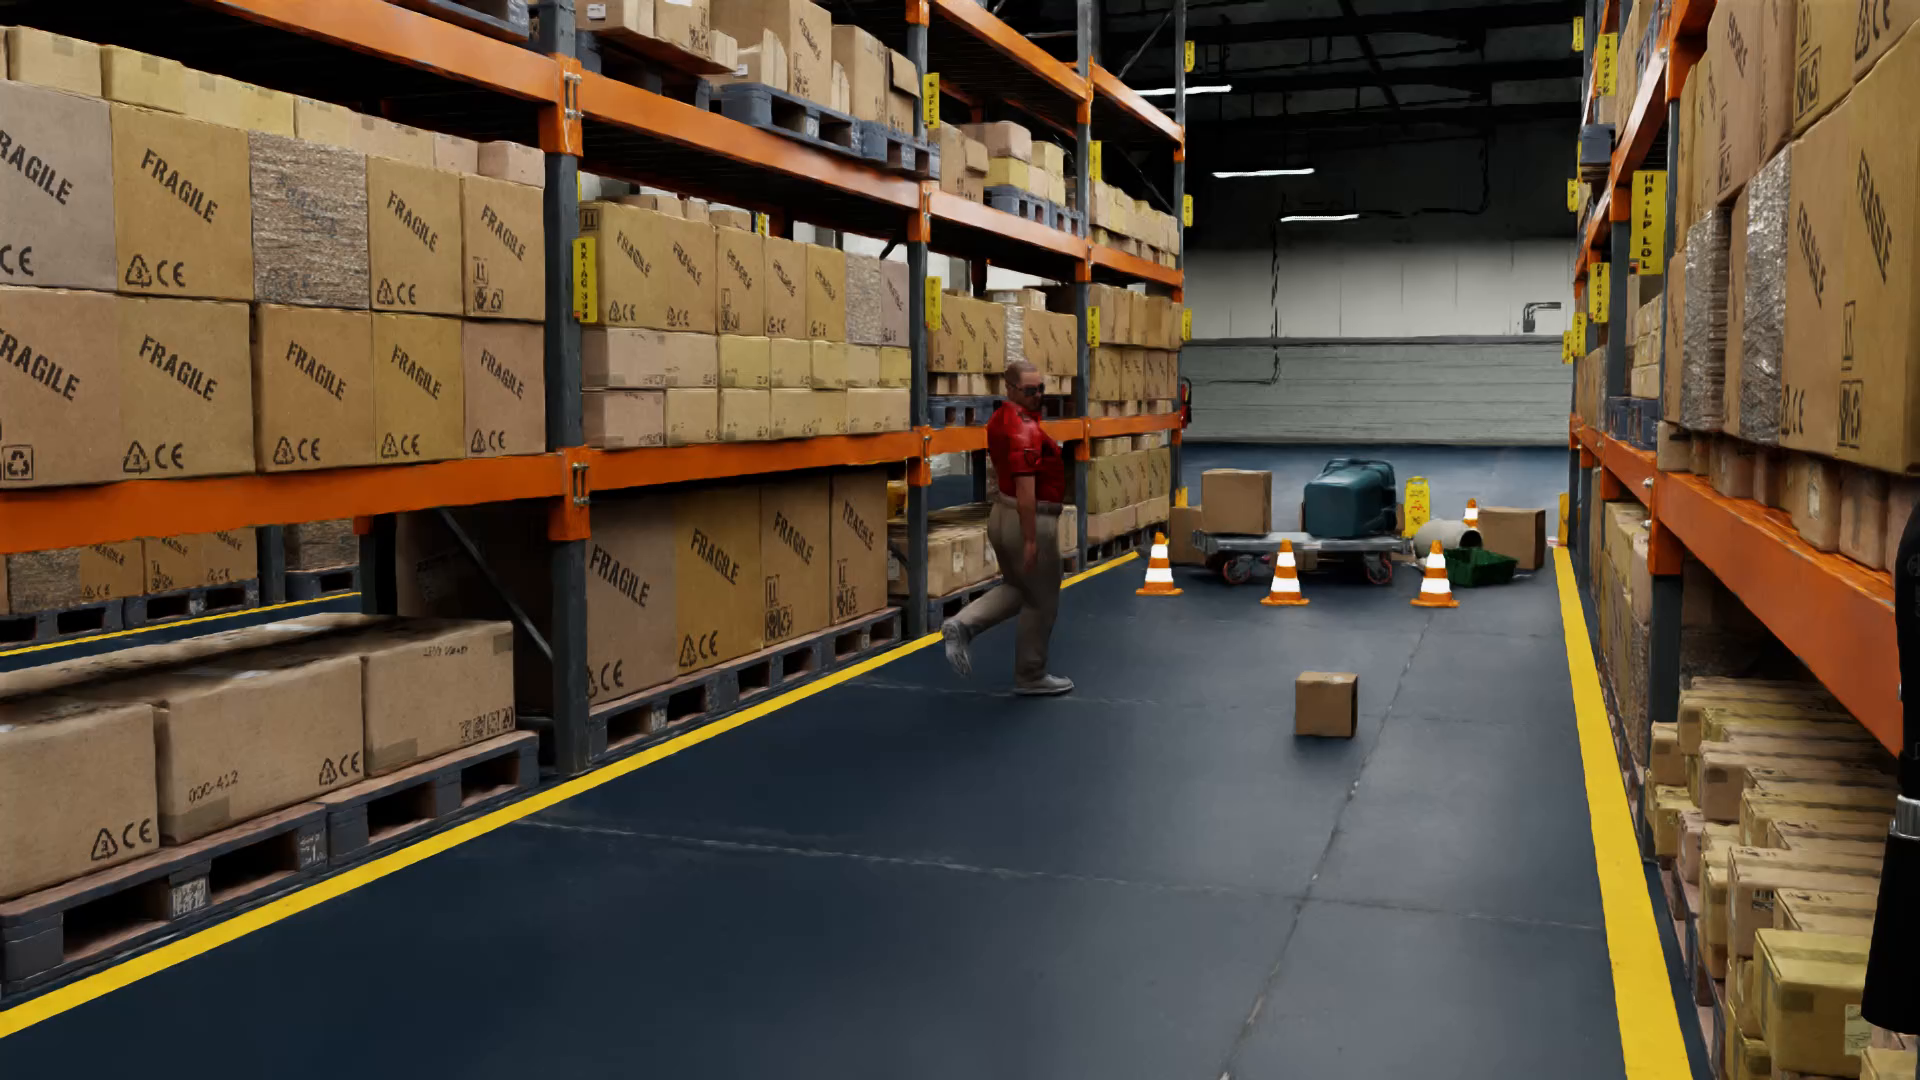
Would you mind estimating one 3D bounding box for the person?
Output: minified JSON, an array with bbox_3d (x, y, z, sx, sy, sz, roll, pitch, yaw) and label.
[{"bbox_3d":[0.294,-0.047,8.248,0.715,1.688,0.606,-2,6,-22],"label":"person"}]
